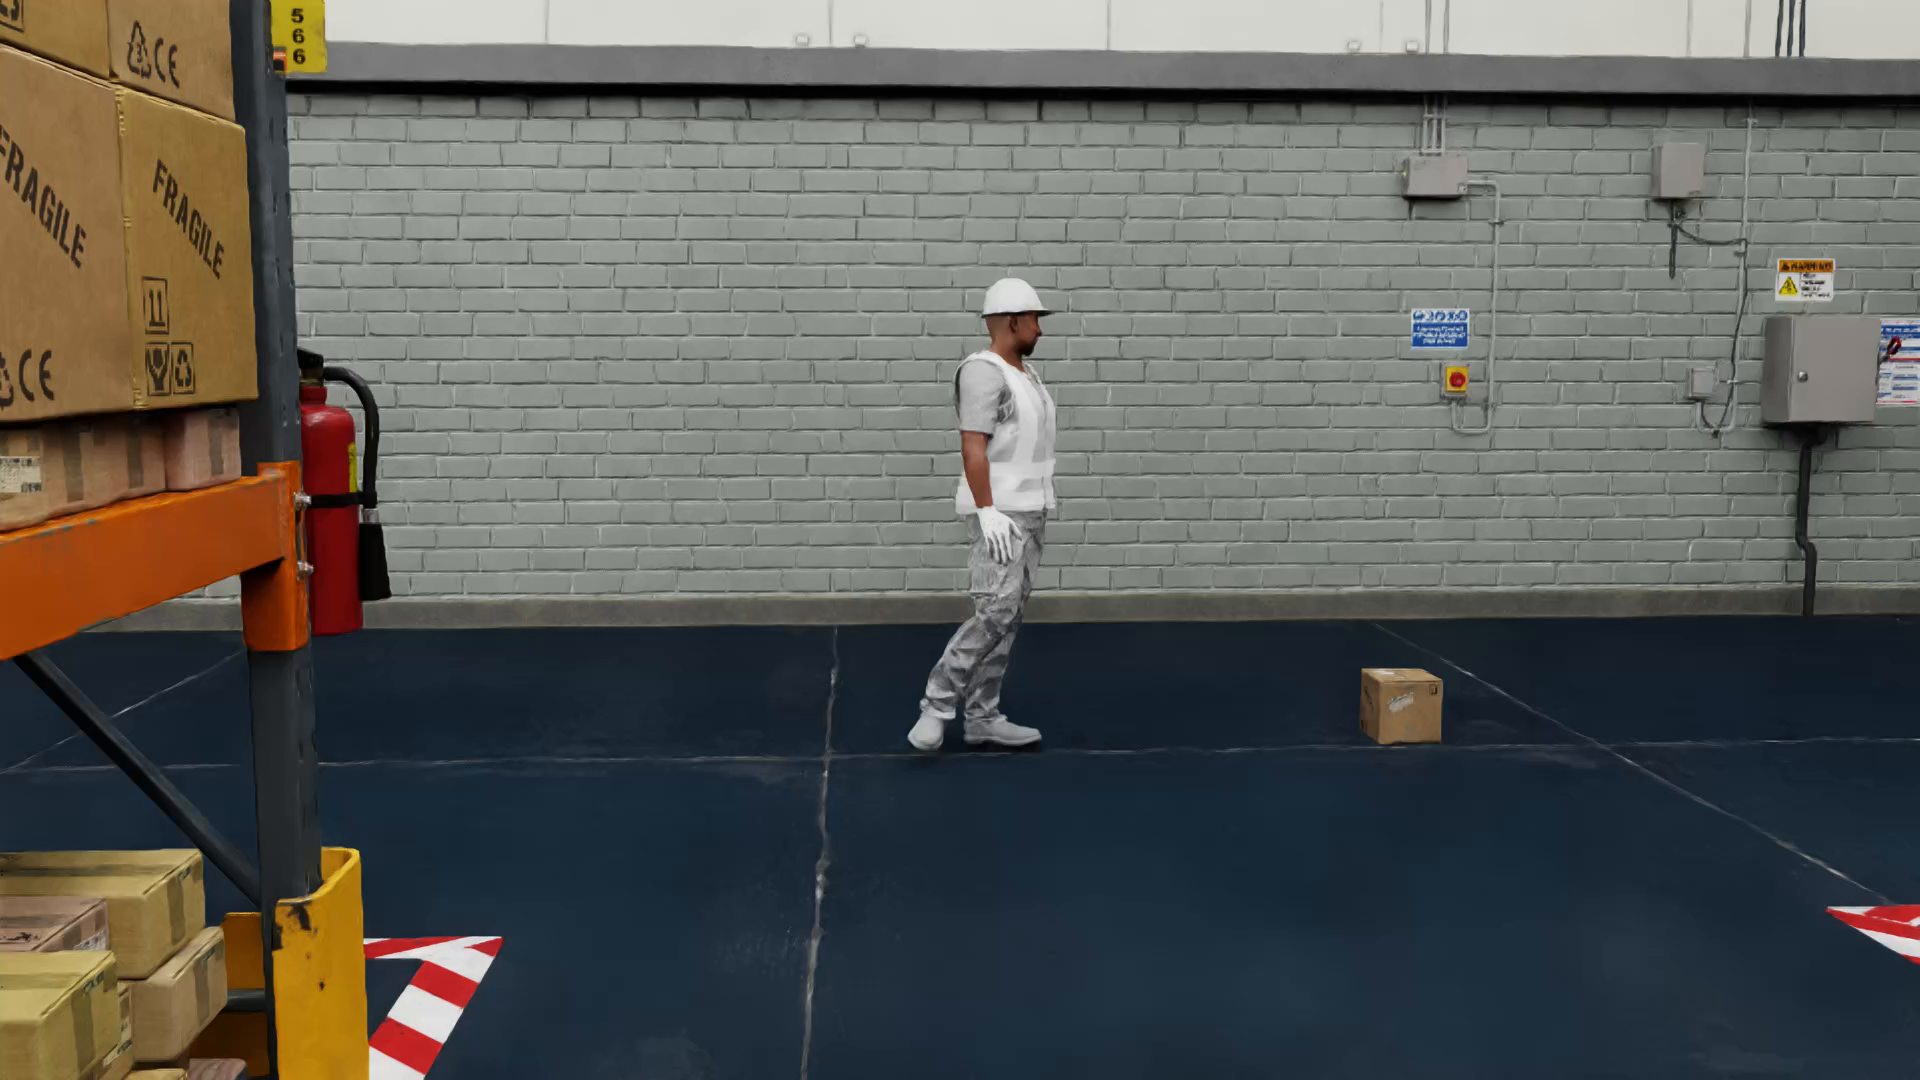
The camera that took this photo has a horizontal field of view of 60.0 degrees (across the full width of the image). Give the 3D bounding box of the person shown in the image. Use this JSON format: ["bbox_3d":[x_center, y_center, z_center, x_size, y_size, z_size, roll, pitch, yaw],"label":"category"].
[{"bbox_3d":[0.169,-0.444,6.249,0.342,1.069,0.612,3,7,24],"label":"person"}]
